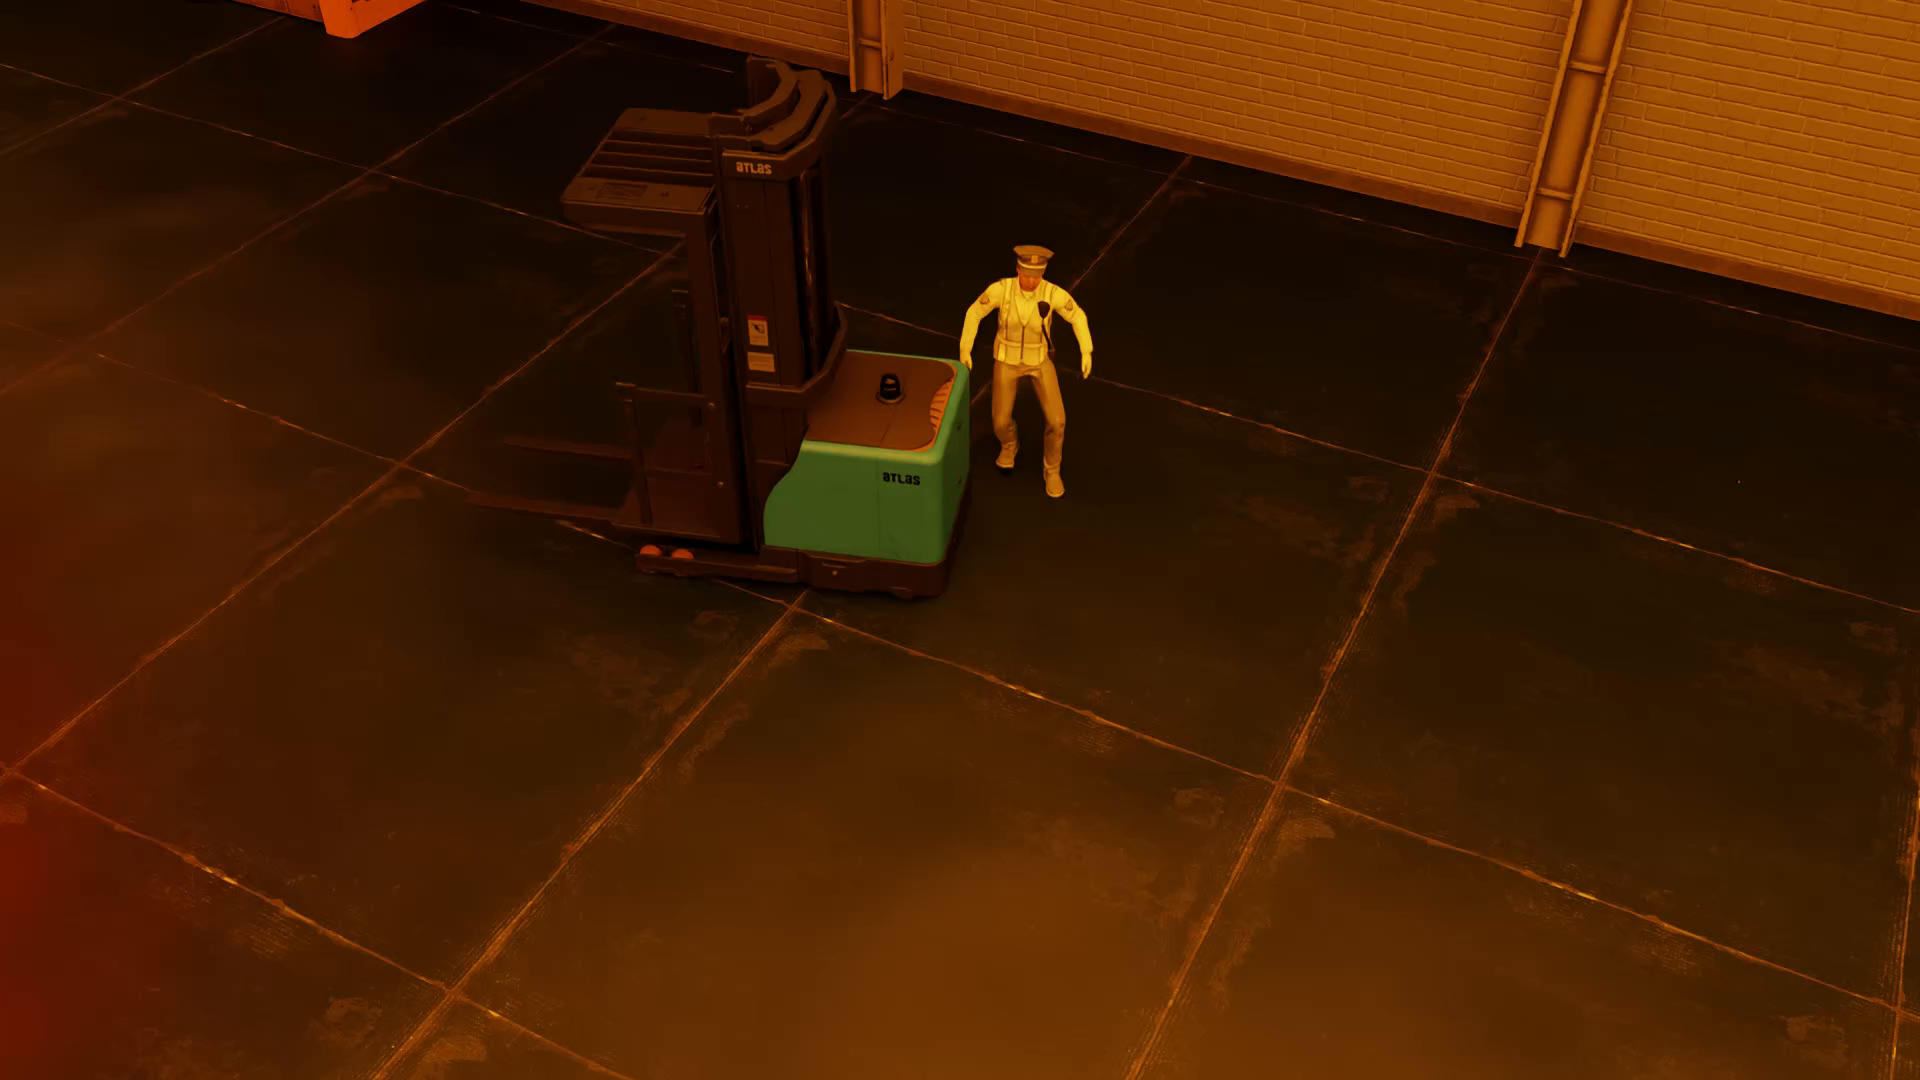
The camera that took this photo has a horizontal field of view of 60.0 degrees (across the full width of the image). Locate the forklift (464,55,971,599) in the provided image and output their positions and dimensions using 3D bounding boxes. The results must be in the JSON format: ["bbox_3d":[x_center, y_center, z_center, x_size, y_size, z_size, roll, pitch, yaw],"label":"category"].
[{"bbox_3d":[-1.497,-1.229,9.445,3.031,2.935,1.130,7,41,8],"label":"forklift"}]

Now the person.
[{"bbox_3d":[0.401,-1.058,10.269,0.822,1.631,0.529,3,40,4],"label":"person"}]
